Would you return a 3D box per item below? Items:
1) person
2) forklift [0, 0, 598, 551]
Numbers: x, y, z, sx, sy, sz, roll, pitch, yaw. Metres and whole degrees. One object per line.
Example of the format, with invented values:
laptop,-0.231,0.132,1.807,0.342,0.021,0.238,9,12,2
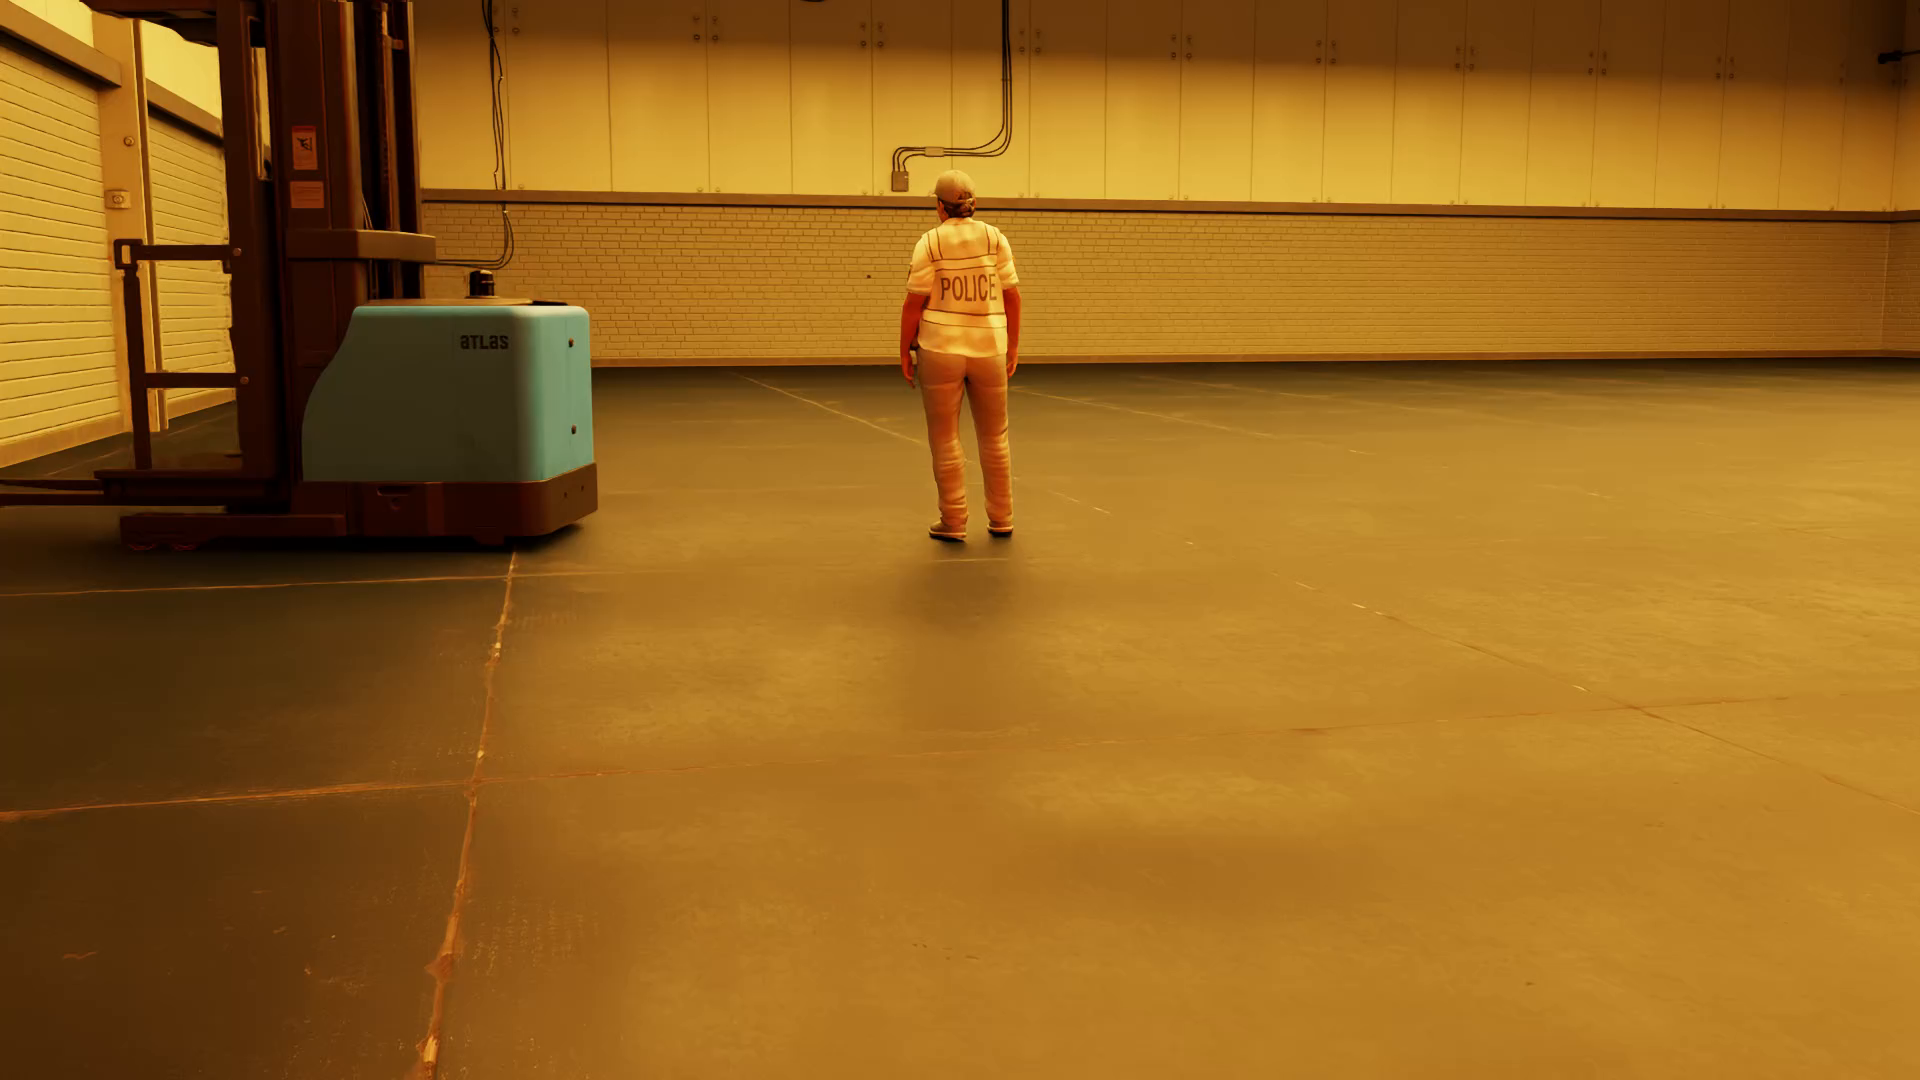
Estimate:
person,0.004,-0.844,7.669,0.599,1.670,0.529,-2,8,-13
forklift,-3.323,-1.475,7.673,3.031,2.935,1.130,0,8,2
